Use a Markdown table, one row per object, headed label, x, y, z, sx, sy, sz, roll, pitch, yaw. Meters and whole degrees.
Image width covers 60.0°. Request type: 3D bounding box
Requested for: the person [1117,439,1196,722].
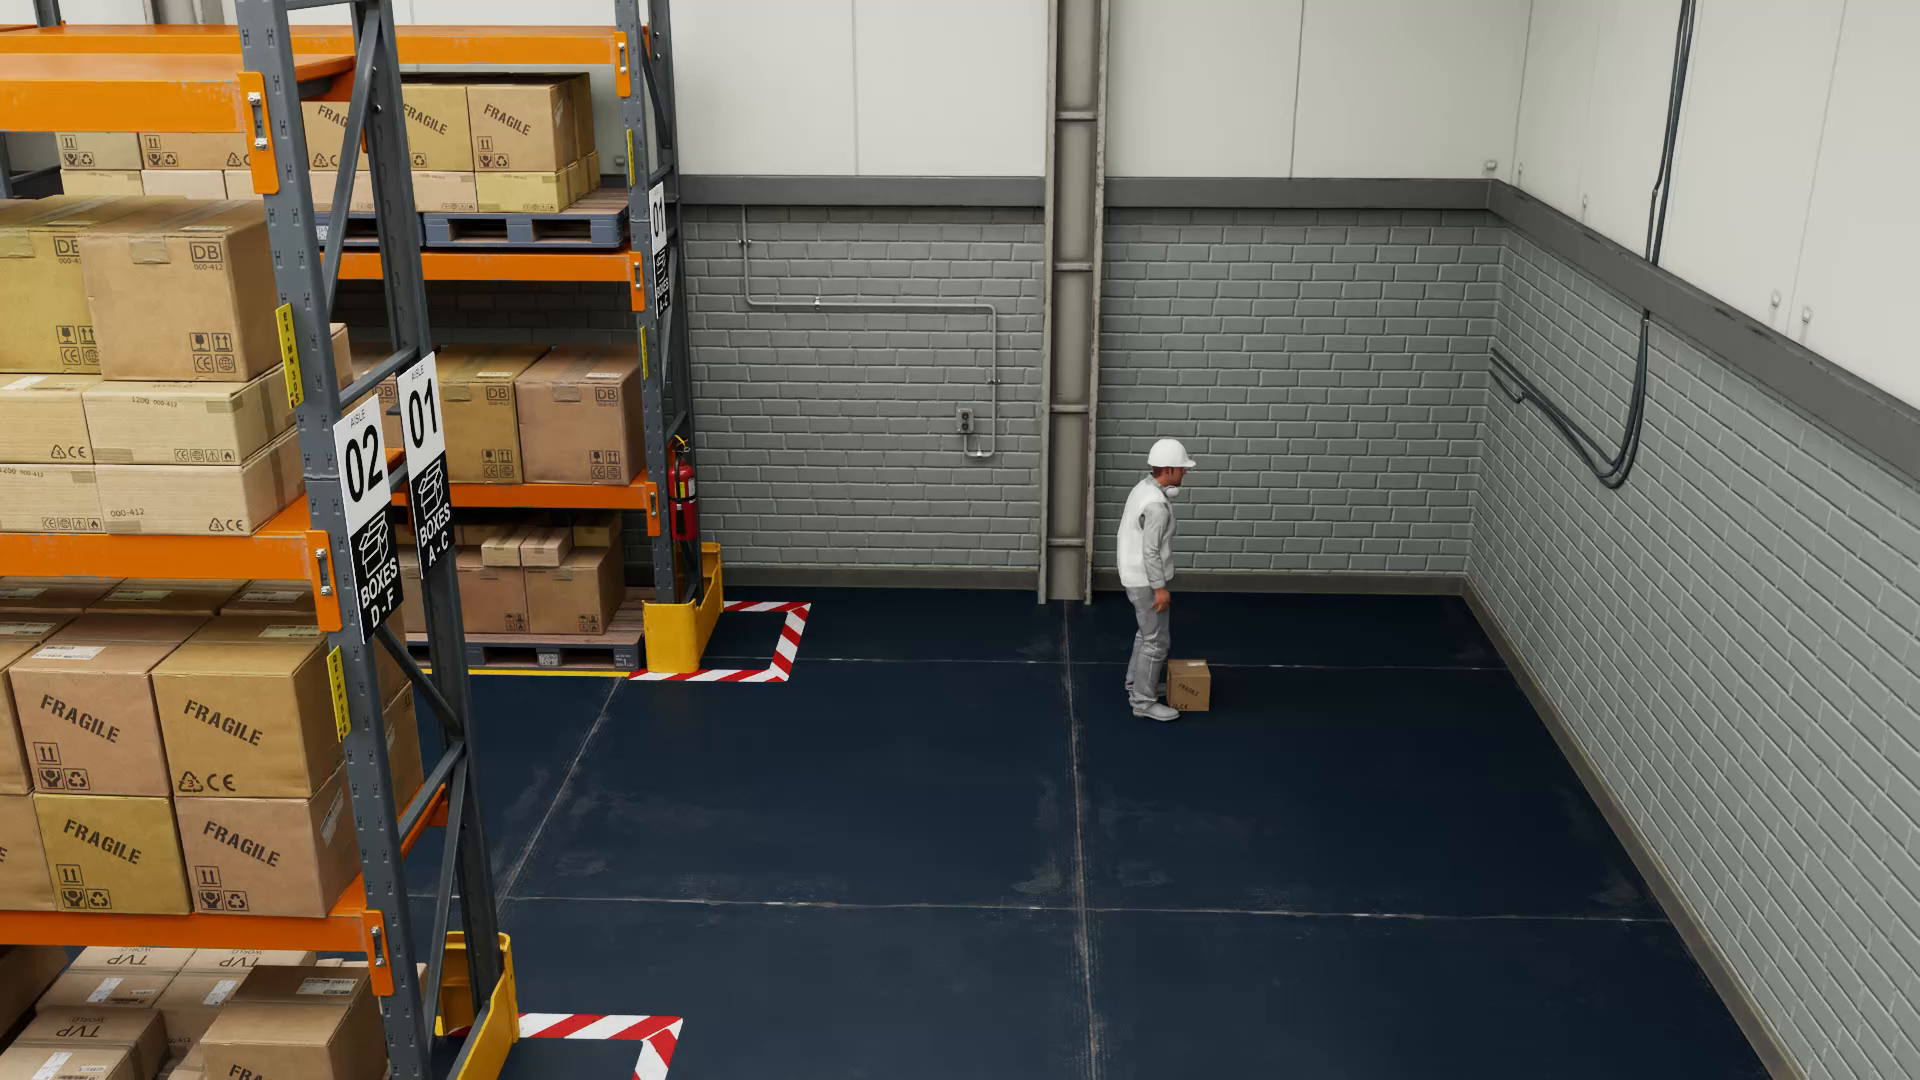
| label | x | y | z | sx | sy | sz | roll | pitch | yaw |
| --- | --- | --- | --- | --- | --- | --- | --- | --- | --- |
| person | 1.214 | 0.224 | 10.446 | 0.464 | 1.771 | 0.581 | 1 | 21 | 1 |
